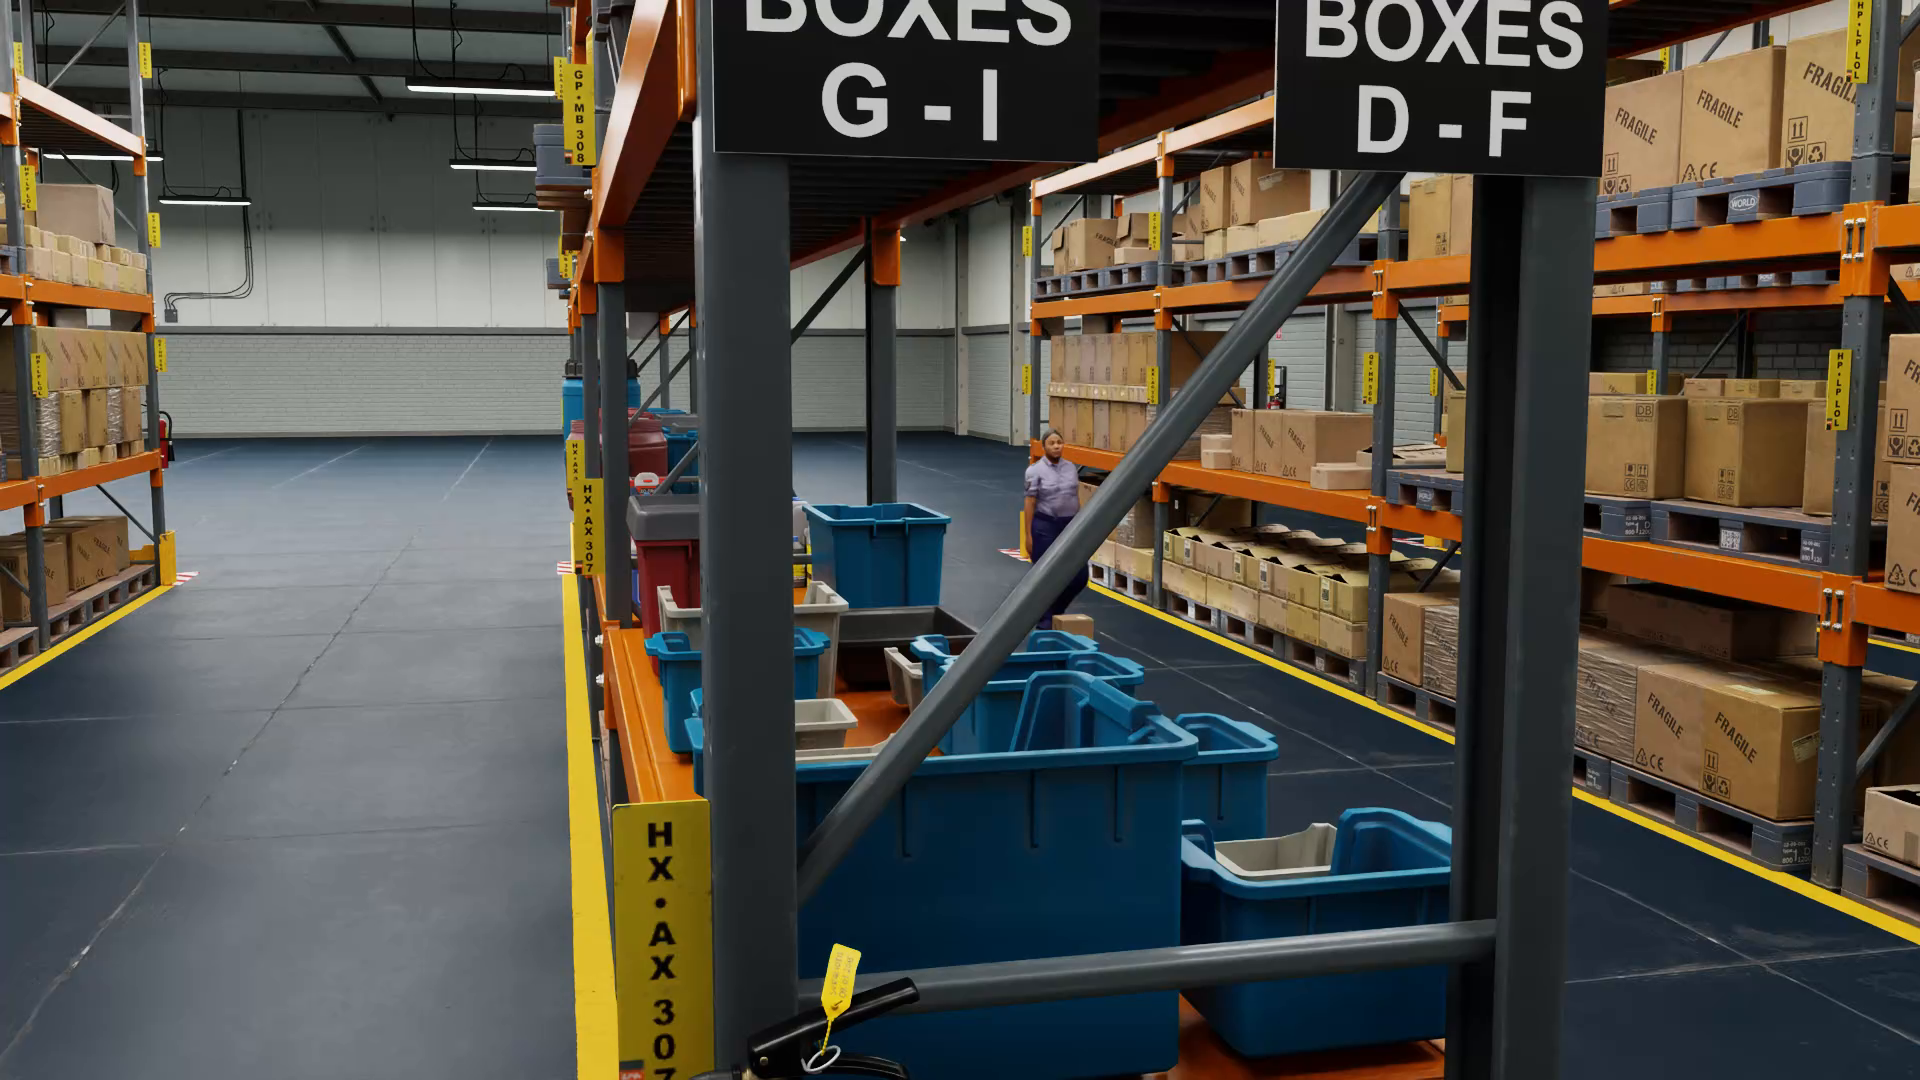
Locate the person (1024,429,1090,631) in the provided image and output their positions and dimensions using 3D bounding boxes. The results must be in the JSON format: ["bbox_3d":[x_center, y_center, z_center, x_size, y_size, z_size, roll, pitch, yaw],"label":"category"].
[{"bbox_3d":[0.724,-0.052,13.087,0.501,1.649,0.443,-3,7,-28],"label":"person"}]
